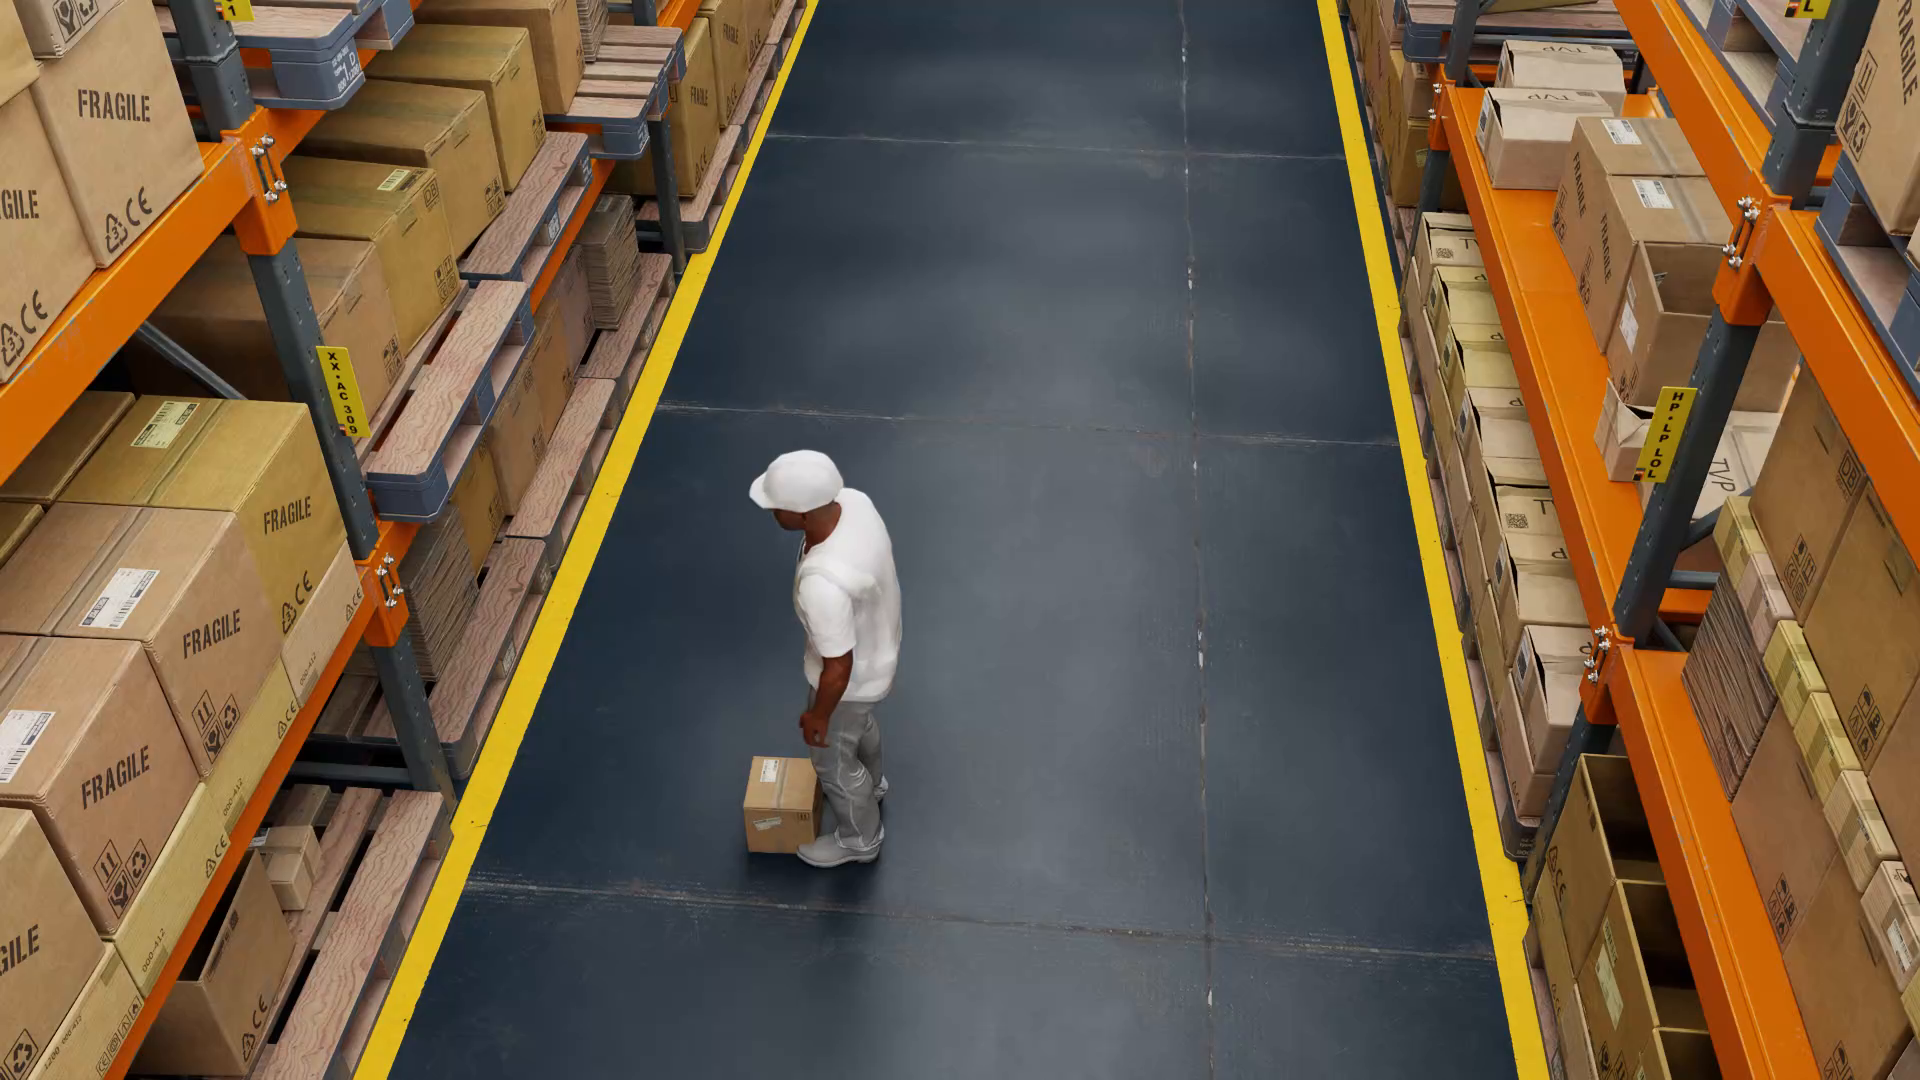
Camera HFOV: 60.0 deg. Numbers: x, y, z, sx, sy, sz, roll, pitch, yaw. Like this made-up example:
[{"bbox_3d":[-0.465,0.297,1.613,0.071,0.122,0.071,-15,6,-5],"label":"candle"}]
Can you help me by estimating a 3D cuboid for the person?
[{"bbox_3d":[-0.424,0.405,5.656,0.458,1.761,0.626,3,40,4],"label":"person"}]
